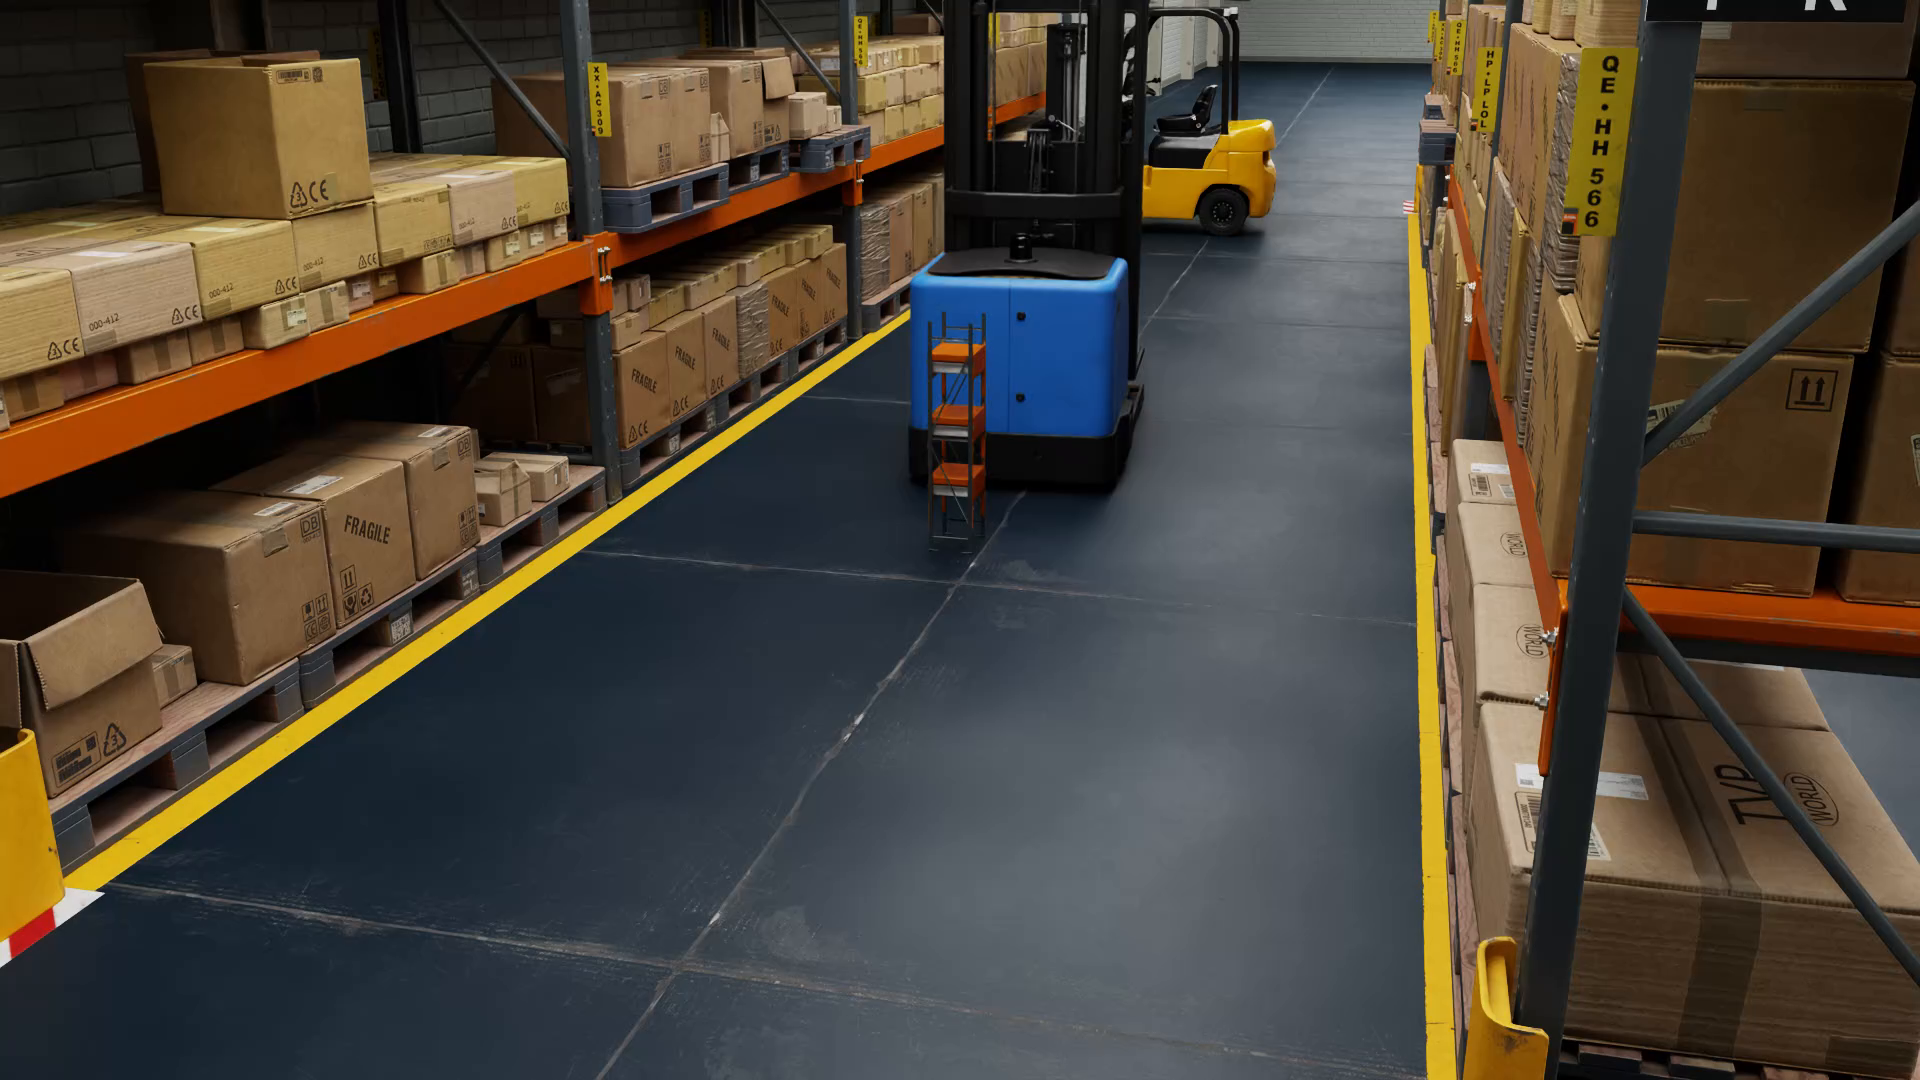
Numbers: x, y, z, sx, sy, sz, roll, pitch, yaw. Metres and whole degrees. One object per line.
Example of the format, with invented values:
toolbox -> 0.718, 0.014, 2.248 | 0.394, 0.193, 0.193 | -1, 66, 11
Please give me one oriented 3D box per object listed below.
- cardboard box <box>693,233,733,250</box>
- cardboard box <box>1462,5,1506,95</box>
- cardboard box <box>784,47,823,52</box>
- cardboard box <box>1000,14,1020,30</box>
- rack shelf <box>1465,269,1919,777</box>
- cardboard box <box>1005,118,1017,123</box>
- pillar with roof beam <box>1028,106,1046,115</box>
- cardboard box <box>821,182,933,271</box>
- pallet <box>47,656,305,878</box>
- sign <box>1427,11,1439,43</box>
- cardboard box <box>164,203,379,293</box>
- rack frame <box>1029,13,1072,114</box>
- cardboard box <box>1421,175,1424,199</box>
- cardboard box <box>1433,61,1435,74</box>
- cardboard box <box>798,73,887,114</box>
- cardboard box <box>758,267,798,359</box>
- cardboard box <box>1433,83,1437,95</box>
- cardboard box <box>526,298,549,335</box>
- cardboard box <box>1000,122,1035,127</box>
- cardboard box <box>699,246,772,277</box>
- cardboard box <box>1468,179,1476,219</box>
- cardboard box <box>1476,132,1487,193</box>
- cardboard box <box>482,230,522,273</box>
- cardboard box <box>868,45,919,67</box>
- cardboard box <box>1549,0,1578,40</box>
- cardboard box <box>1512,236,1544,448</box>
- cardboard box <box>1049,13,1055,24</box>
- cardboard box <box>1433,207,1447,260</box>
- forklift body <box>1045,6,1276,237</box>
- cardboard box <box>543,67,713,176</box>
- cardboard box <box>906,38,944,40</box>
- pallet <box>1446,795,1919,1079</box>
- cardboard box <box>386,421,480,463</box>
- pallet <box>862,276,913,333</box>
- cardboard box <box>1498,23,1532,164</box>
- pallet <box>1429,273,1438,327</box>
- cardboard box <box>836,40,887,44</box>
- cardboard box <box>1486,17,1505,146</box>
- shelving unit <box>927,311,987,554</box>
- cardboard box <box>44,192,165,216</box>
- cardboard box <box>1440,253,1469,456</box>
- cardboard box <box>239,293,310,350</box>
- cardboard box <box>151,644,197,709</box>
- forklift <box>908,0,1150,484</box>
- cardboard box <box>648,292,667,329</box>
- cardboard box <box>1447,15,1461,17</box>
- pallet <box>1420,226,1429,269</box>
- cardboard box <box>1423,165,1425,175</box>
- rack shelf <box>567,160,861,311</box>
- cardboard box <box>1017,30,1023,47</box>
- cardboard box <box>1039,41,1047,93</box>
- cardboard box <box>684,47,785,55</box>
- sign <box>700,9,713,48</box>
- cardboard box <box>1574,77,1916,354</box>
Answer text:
cardboard box -> -1.704, -1.913, 10.860 | 0.380, 0.149, 0.250 | 5, 19, 14
cardboard box -> 3.256, -2.888, 9.802 | 0.500, 0.500, 0.500 | 4, 19, 12
cardboard box -> -1.247, -3.616, 12.475 | 0.380, 0.149, 0.250 | 4, 19, 12
cardboard box -> 0.372, -5.045, 16.199 | 0.380, 0.149, 0.250 | 4, 19, 13
rack shelf -> 2.148, -0.282, 4.986 | 1.077, 0.370, 4.000 | 5, 19, 13
cardboard box -> 0.335, -4.480, 18.219 | 0.500, 0.250, 0.500 | 5, 19, 13
pillar with roof beam -> 5.351, -9.634, 21.971 | 9.100, 9.000, 0.400 | 5, 19, 13
cardboard box -> -0.718, -2.580, 13.624 | 0.875, 0.625, 0.625 | 4, 19, 11
pallet -> -2.942, 0.659, 5.431 | 1.003, 0.211, 1.213 | 5, 19, 13
sign -> 5.042, -5.463, 17.702 | 0.100, 0.325, 0.005 | 5, 19, 13
cardboard box -> -2.435, -1.056, 5.912 | 0.500, 0.250, 0.500 | 4, 19, 12
rack frame -> 0.754, -5.402, 18.861 | 1.000, 3.000, 0.127 | 5, 19, 13
cardboard box -> 5.103, -3.677, 17.417 | 0.500, 0.250, 0.500 | 4, 19, 13
cardboard box -> 5.060, -4.910, 16.806 | 0.500, 0.500, 0.500 | 5, 20, 15
cardboard box -> -0.831, -3.178, 11.808 | 0.500, 0.250, 0.500 | 5, 19, 13
cardboard box -> -1.353, -1.440, 10.481 | 0.500, 0.500, 0.500 | 6, 20, 16
cardboard box -> 4.987, -4.569, 16.812 | 0.380, 0.149, 0.250 | 5, 19, 14
cardboard box -> -2.308, -1.184, 8.728 | 0.380, 0.149, 0.250 | 5, 19, 13
cardboard box -> 0.712, -4.284, 17.646 | 0.500, 0.250, 0.500 | 5, 19, 14
cardboard box -> -1.388, -1.718, 10.290 | 0.380, 0.149, 0.250 | 4, 19, 13
cardboard box -> 2.769, -1.655, 8.125 | 0.500, 0.250, 0.500 | 4, 19, 12
cardboard box -> 2.623, -1.730, 7.570 | 0.500, 0.250, 0.500 | 5, 20, 15
cardboard box -> -2.093, -1.235, 7.051 | 0.380, 0.149, 0.250 | 5, 20, 15
cardboard box -> -0.532, -3.730, 12.810 | 0.380, 0.149, 0.250 | 5, 20, 15
cardboard box -> 1.917, -1.523, 4.800 | 0.380, 0.149, 0.250 | 5, 19, 14
cardboard box -> 1.774, -0.533, 4.454 | 0.500, 0.500, 0.500 | 5, 20, 15
cardboard box -> 0.803, -5.604, 17.835 | 0.380, 0.149, 0.250 | 5, 20, 15
cardboard box -> 4.465, -2.548, 13.921 | 0.950, 0.372, 0.625 | 5, 19, 14
forklift body -> 2.060, -4.261, 16.836 | 2.313, 2.155, 1.214 | 5, 19, 13
cardboard box -> -1.716, -2.183, 8.633 | 0.700, 0.500, 0.500 | 5, 19, 14
cardboard box -> -0.247, -4.223, 14.251 | 0.380, 0.149, 0.250 | 5, 19, 13
pallet -> 1.779, 1.067, 4.237 | 1.003, 0.211, 1.213 | 5, 19, 13
cardboard box -> -2.568, -0.378, 7.665 | 0.500, 0.311, 0.500 | 5, 20, 15
pallet -> -0.961, -1.829, 12.717 | 1.003, 0.211, 1.213 | 5, 19, 13
cardboard box -> 2.285, -1.640, 6.146 | 0.500, 0.500, 0.500 | 5, 19, 14
pallet -> 4.106, -1.810, 12.659 | 1.003, 0.211, 1.213 | 5, 19, 13
cardboard box -> -0.823, -4.093, 13.872 | 0.380, 0.149, 0.250 | 5, 19, 13
cardboard box -> 2.502, -1.930, 6.995 | 0.500, 0.500, 0.500 | 5, 20, 15
shelving unit -> -0.013, -0.480, 7.469 | 0.215, 1.050, 0.252 | 5, 19, 13
cardboard box -> -2.919, -1.102, 6.044 | 0.500, 0.250, 0.500 | 5, 19, 13
cardboard box -> 2.924, -0.927, 8.399 | 0.875, 0.875, 0.875 | 5, 20, 15
cardboard box -> -2.446, -0.749, 5.628 | 0.380, 0.149, 0.250 | 4, 19, 12
cardboard box -> -2.772, 0.449, 5.492 | 0.380, 0.149, 0.250 | 4, 19, 11
forklift -> 0.498, -2.103, 9.310 | 1.130, 2.935, 3.031 | 3, 19, 9
cardboard box -> -1.788, -1.229, 8.859 | 0.380, 0.149, 0.250 | 4, 19, 11
cardboard box -> 4.077, -3.862, 13.090 | 0.500, 0.500, 0.500 | 5, 19, 14
pallet -> 4.721, -2.651, 15.121 | 1.003, 0.211, 1.213 | 5, 19, 13
cardboard box -> 5.098, -4.025, 17.274 | 0.500, 0.500, 0.500 | 4, 19, 12
rack shelf -> -1.689, -1.927, 9.801 | 1.077, 0.370, 4.000 | 5, 19, 13
cardboard box -> 0.406, -4.900, 16.234 | 0.380, 0.149, 0.250 | 4, 19, 13
cardboard box -> 0.628, -4.951, 17.388 | 0.500, 0.500, 0.500 | 4, 19, 12
cardboard box -> -1.478, -2.991, 11.000 | 0.500, 0.500, 0.500 | 6, 20, 16
sign -> -1.739, -3.485, 11.458 | 0.100, 0.325, 0.005 | 5, 19, 13
cardboard box -> 1.546, -0.686, 3.354 | 0.500, 0.500, 0.500 | 5, 20, 15
